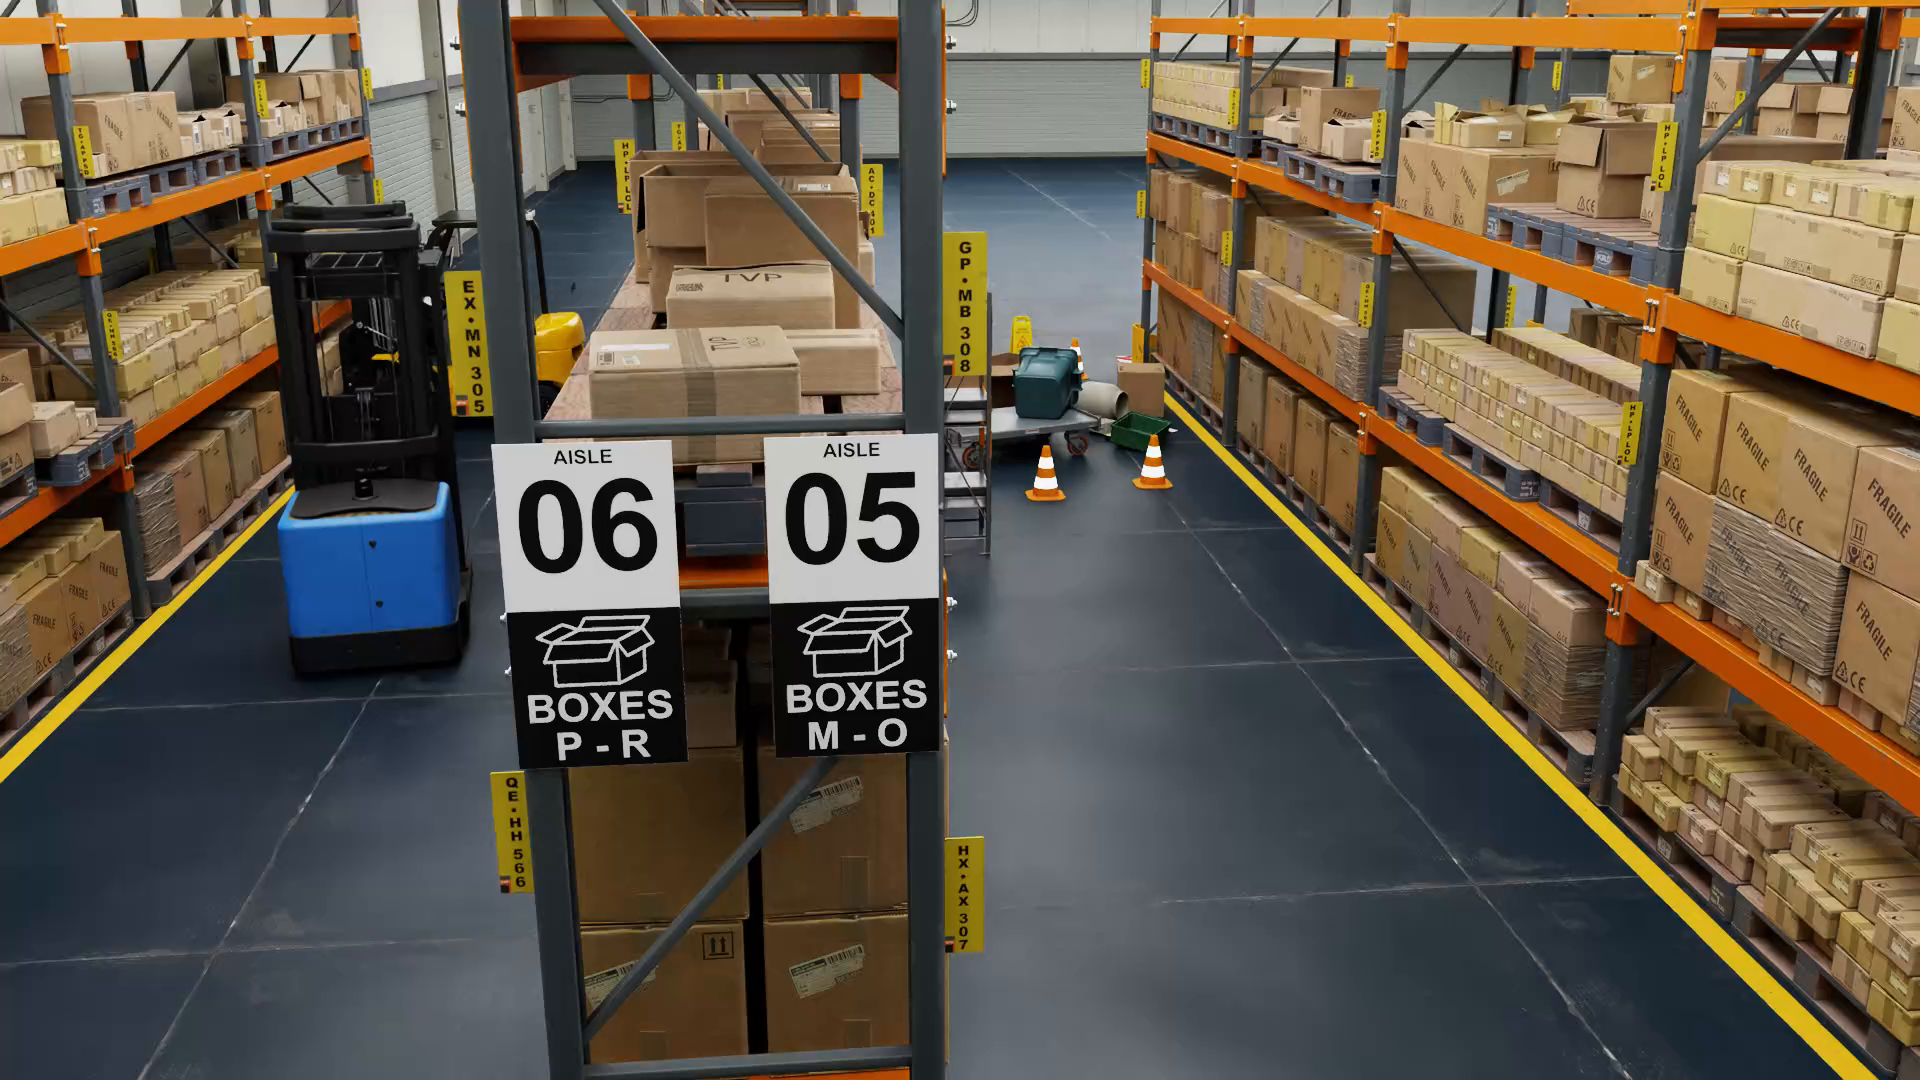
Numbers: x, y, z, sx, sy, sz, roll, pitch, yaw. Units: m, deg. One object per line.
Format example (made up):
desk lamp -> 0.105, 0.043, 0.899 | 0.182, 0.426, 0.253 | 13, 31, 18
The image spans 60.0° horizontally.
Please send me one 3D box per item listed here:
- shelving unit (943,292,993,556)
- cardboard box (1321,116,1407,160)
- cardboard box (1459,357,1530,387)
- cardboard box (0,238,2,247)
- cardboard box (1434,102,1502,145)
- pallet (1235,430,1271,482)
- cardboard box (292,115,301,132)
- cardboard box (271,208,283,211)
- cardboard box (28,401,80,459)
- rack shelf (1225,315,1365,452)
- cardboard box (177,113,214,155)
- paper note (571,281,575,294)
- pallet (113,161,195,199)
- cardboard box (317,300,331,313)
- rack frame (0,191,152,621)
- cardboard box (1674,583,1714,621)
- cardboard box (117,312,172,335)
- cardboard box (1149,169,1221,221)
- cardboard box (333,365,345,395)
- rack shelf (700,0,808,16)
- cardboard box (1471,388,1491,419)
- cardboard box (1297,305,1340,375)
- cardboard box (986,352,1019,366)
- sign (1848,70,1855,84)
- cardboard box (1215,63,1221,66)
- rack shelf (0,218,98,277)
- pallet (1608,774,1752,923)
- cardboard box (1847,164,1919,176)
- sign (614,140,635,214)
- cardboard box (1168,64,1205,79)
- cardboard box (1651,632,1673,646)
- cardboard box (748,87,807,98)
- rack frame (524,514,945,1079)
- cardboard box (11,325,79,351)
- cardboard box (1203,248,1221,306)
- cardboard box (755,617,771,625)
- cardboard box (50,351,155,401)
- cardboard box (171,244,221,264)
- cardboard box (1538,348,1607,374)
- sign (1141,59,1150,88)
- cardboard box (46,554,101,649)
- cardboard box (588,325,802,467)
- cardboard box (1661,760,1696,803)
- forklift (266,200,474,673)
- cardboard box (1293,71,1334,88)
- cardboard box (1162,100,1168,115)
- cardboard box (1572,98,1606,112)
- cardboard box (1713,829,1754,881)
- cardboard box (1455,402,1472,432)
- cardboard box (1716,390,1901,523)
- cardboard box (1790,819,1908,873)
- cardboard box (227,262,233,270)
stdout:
shelving unit -> 0.017, -0.952, 13.205 | 0.431, 2.100, 0.503 | -2, 18, -6
cardboard box -> 3.140, -3.137, 12.935 | 0.500, 0.311, 0.500 | -2, 18, -6
cardboard box -> 3.509, -1.106, 10.918 | 0.380, 0.149, 0.250 | -1, 17, -3
cardboard box -> -5.905, -1.776, 9.570 | 0.500, 0.250, 0.500 | -2, 18, -6
cardboard box -> 3.367, -2.760, 11.007 | 0.396, 0.266, 0.258 | -2, 18, -6
pallet -> 3.288, -0.832, 15.975 | 1.003, 0.211, 1.213 | -2, 18, -6
cardboard box -> -6.540, -3.984, 15.903 | 0.380, 0.149, 0.250 | -1, 17, -4
cardboard box -> -7.342, -3.556, 18.248 | 0.380, 0.149, 0.250 | -1, 17, -4
cardboard box -> -5.873, -0.685, 10.401 | 0.500, 0.250, 0.500 | -3, 18, -8
rack shelf -> 3.340, -1.451, 14.492 | 1.077, 0.370, 4.000 | -2, 18, -6
cardboard box -> -6.320, -3.252, 13.302 | 0.500, 0.311, 0.500 | -2, 18, -8
paper note -> -1.337, -0.873, 5.735 | 0.006, 0.032, 0.123 | -2, 18, -6
pallet -> -6.581, -2.734, 12.686 | 1.003, 0.211, 1.213 | -1, 17, -3
cardboard box -> -6.626, -2.546, 16.612 | 0.500, 0.500, 0.500 | -2, 18, -6
rack frame -> -6.304, -0.861, 11.411 | 1.000, 3.000, 0.127 | -2, 18, -6
cardboard box -> 3.763, 0.282, 8.189 | 0.380, 0.149, 0.250 | -1, 17, -4
cardboard box -> -6.220, -1.629, 12.608 | 0.380, 0.149, 0.250 | -2, 17, -5
cardboard box -> 2.721, -4.057, 19.538 | 0.875, 0.550, 0.550 | -2, 18, -6
cardboard box -> -6.554, -1.633, 16.927 | 0.500, 0.250, 0.500 | -2, 18, -6
rack shelf -> -1.986, -5.320, 16.807 | 1.077, 0.370, 4.000 | -2, 18, -6
cardboard box -> 3.531, -0.887, 10.716 | 0.380, 0.149, 0.250 | -2, 18, -6
cardboard box -> 3.131, -1.670, 13.820 | 0.500, 0.500, 0.500 | -2, 18, -7
cardboard box -> 0.507, -1.763, 18.451 | 0.637, 0.503, 0.797 | 16, 24, 42
sign -> 8.629, -4.397, 16.147 | 0.100, 0.325, 0.005 | -2, 18, -6
cardboard box -> 3.118, -5.357, 18.946 | 0.380, 0.149, 0.250 | -2, 18, -5
rack shelf -> -6.098, -1.353, 9.172 | 1.077, 0.370, 4.000 | -2, 18, -6
pallet -> 4.063, 1.523, 8.474 | 1.003, 0.211, 1.213 | -2, 18, -6
cardboard box -> 4.300, -1.632, 7.609 | 0.380, 0.149, 0.250 | -1, 17, -4
sign -> -1.493, -1.632, 7.471 | 0.100, 0.325, 0.005 | -2, 18, -6
cardboard box -> 2.516, -5.186, 18.401 | 0.380, 0.149, 0.250 | -2, 17, -5
cardboard box -> 4.145, 0.400, 9.617 | 0.500, 0.250, 0.500 | -3, 18, -8
cardboard box -> -1.593, -3.837, 14.597 | 0.500, 0.250, 0.500 | -1, 17, -4
rack frame -> -0.542, 1.368, 4.311 | 1.000, 3.000, 0.127 | -2, 18, -6
cardboard box -> -6.643, -1.462, 12.077 | 0.380, 0.149, 0.250 | -2, 18, -6
cardboard box -> 3.004, -2.734, 17.128 | 0.875, 0.550, 0.550 | -2, 18, -6
cardboard box -> -0.368, 0.538, 5.120 | 0.500, 0.500, 0.500 | -2, 18, -7
cardboard box -> -6.082, -1.168, 11.806 | 0.500, 0.250, 0.500 | -2, 18, -6
cardboard box -> -7.050, -2.637, 15.324 | 0.380, 0.149, 0.250 | -2, 18, -6
cardboard box -> 4.135, -1.198, 11.212 | 0.380, 0.149, 0.250 | -1, 17, -4
sign -> 2.168, -5.452, 19.437 | 0.100, 0.325, 0.005 | -2, 18, -6
cardboard box -> -6.005, 0.400, 10.867 | 0.500, 0.500, 0.500 | -2, 18, -6
cardboard box -> -0.678, -0.371, 4.225 | 0.500, 0.250, 0.500 | -3, 18, -11
cardboard box -> 3.793, 1.202, 8.403 | 0.380, 0.149, 0.250 | -2, 18, -5
forklift -> -4.163, -0.946, 11.798 | 1.130, 2.935, 3.031 | -4, 18, -13
cardboard box -> 3.434, -4.449, 16.052 | 0.380, 0.149, 0.250 | -2, 18, -5
cardboard box -> 2.490, -4.879, 18.752 | 0.380, 0.149, 0.250 | -2, 18, -5
cardboard box -> 7.394, -5.085, 19.444 | 0.380, 0.149, 0.250 | -1, 17, -4
cardboard box -> 3.857, 1.497, 7.958 | 0.380, 0.149, 0.250 | -2, 18, -7
cardboard box -> 3.507, -0.819, 10.998 | 0.380, 0.149, 0.250 | -1, 17, -4
cardboard box -> 3.832, -0.377, 7.538 | 0.500, 0.500, 0.500 | -2, 18, -7
cardboard box -> 3.938, 1.370, 7.370 | 0.380, 0.149, 0.250 | -3, 18, -8
cardboard box -> -7.066, -2.571, 15.609 | 0.380, 0.149, 0.250 | -2, 18, -7
